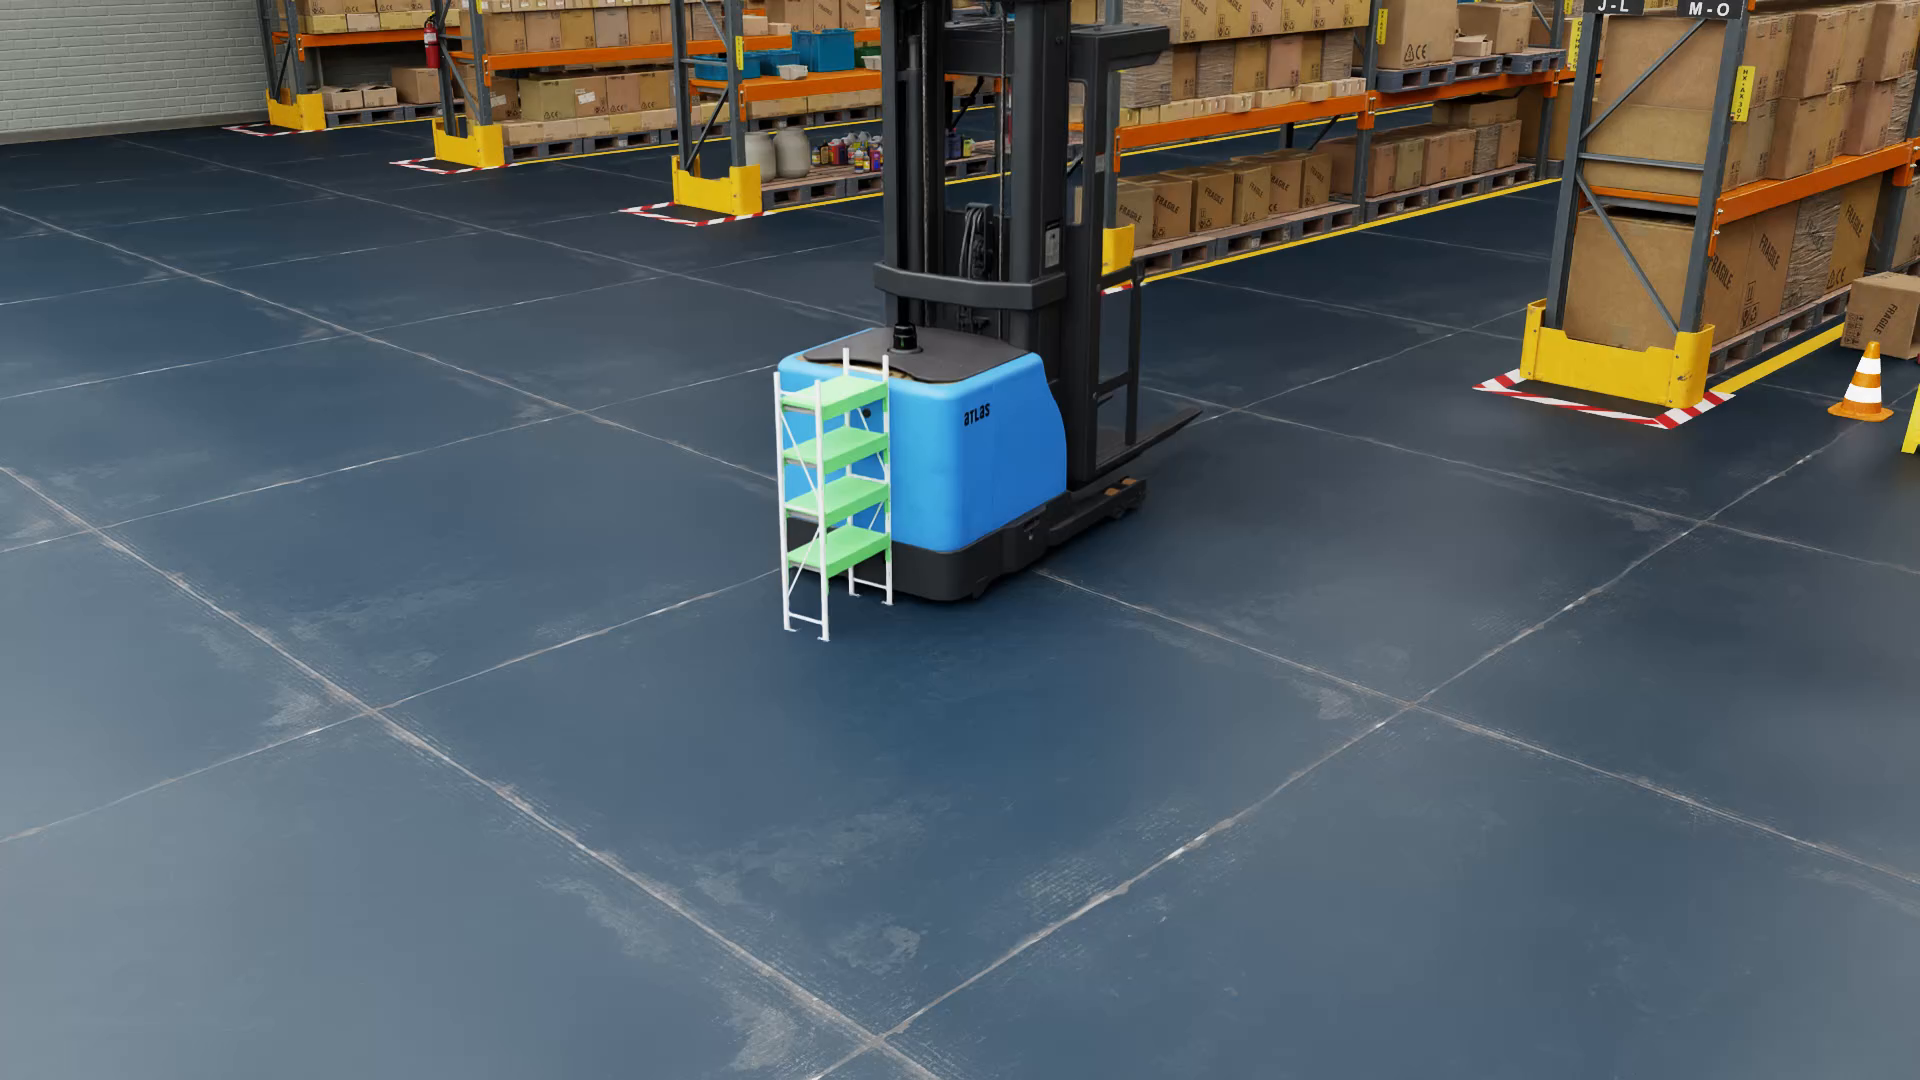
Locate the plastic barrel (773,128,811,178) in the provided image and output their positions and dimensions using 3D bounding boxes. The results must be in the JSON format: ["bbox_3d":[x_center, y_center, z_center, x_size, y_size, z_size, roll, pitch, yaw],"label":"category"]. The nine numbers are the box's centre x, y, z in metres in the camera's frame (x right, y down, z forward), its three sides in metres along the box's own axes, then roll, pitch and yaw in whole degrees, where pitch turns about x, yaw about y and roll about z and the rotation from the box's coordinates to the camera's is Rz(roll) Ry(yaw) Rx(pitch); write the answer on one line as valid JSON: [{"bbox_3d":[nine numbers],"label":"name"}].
[{"bbox_3d":[-1.871,-4.296,18.453,0.421,0.512,0.421,0,21,0],"label":"plastic barrel"}]

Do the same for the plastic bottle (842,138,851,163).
[{"bbox_3d":[-1.366,-4.554,19.424,0.152,0.276,0.135,18,28,39],"label":"plastic bottle"}]

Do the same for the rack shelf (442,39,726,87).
[{"bbox_3d":[-4.776,-6.363,21.951,1.077,0.370,4.000,19,28,41],"label":"rack shelf"}]

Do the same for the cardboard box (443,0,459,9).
[{"bbox_3d":[-7.744,-8.286,25.087,0.500,0.500,0.500,18,28,39],"label":"cardboard box"}]

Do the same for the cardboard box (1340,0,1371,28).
[{"bbox_3d":[3.597,-5.200,15.976,0.500,0.500,0.500,19,28,41],"label":"cardboard box"}]

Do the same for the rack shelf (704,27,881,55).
[{"bbox_3d":[-1.986,-7.391,24.627,1.077,0.370,4.000,19,28,41],"label":"rack shelf"}]

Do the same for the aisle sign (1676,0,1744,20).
[{"bbox_3d":[4.572,-3.557,10.025,0.394,0.787,0.004,19,28,41],"label":"aisle sign"}]

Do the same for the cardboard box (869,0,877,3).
[{"bbox_3d":[-1.757,-10.117,31.036,0.250,0.149,0.380,-19,28,-40],"label":"cardboard box"}]

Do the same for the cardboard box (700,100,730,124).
[{"bbox_3d":[-3.548,-5.952,23.126,0.500,0.250,0.500,19,28,41],"label":"cardboard box"}]

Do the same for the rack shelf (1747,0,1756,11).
[{"bbox_3d":[5.802,-4.016,11.663,1.077,0.370,4.000,19,28,41],"label":"rack shelf"}]

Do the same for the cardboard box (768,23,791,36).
[{"bbox_3d":[-2.617,-7.272,23.665,0.380,0.149,0.250,19,28,41],"label":"cardboard box"}]

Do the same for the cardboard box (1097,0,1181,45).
[{"bbox_3d":[1.502,-4.430,13.971,0.500,0.500,0.500,19,28,41],"label":"cardboard box"}]

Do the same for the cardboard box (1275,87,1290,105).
[{"bbox_3d":[2.867,-4.178,15.613,0.380,0.149,0.250,19,28,41],"label":"cardboard box"}]

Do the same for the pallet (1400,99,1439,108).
[{"bbox_3d":[7.082,-7.241,27.119,1.003,0.211,1.213,19,28,41],"label":"pallet"}]

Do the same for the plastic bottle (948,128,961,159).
[{"bbox_3d":[-0.078,-4.704,19.710,0.144,0.351,0.185,18,28,39],"label":"plastic bottle"}]

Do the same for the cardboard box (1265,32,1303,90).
[{"bbox_3d":[2.705,-4.545,15.663,0.875,0.500,0.500,19,28,41],"label":"cardboard box"}]

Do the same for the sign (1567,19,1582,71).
[{"bbox_3d":[4.028,-3.228,10.847,0.100,0.325,0.005,19,28,41],"label":"sign"}]

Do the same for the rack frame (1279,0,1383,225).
[{"bbox_3d":[3.714,-4.733,16.707,1.000,3.000,0.127,19,28,41],"label":"rack frame"}]

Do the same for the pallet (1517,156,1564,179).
[{"bbox_3d":[7.108,-4.643,20.360,1.003,0.211,1.213,19,28,41],"label":"pallet"}]

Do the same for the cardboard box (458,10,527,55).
[{"bbox_3d":[-5.837,-6.348,20.771,0.700,0.500,0.500,19,28,41],"label":"cardboard box"}]

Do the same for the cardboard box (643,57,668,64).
[{"bbox_3d":[-5.376,-8.082,28.293,0.700,0.500,0.500,19,28,40],"label":"cardboard box"}]

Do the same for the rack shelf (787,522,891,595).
[{"bbox_3d":[-0.555,0.079,7.544,0.258,0.148,0.480,13,25,31],"label":"rack shelf"}]

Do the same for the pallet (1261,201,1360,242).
[{"bbox_3d":[3.271,-3.250,16.735,1.003,0.211,1.213,19,28,41],"label":"pallet"}]

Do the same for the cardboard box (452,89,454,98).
[{"bbox_3d":[-8.063,-6.920,25.759,0.380,0.149,0.250,17,27,36],"label":"cardboard box"}]

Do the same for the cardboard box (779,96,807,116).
[{"bbox_3d":[-2.565,-6.298,24.027,0.500,0.250,0.500,-19,28,-41],"label":"cardboard box"}]

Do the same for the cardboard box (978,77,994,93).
[{"bbox_3d":[0.293,-7.461,26.677,0.500,0.500,0.500,18,27,39],"label":"cardboard box"}]

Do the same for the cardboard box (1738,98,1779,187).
[{"bbox_3d":[5.001,-2.761,11.367,0.875,0.550,0.550,19,28,41],"label":"cardboard box"}]

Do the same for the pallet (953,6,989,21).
[{"bbox_3d":[-0.168,-8.344,26.369,1.213,0.211,1.003,19,28,41],"label":"pallet"}]

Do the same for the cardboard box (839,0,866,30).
[{"bbox_3d":[-1.750,-7.853,24.684,0.500,0.500,0.500,17,27,38],"label":"cardboard box"}]

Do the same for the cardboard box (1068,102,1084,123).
[{"bbox_3d":[0.974,-3.712,14.402,0.380,0.149,0.250,19,28,41],"label":"cardboard box"}]

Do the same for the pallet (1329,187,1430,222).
[{"bbox_3d":[4.256,-3.632,17.729,1.003,0.211,1.213,19,28,41],"label":"pallet"}]

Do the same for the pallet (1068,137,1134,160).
[{"bbox_3d":[1.536,-5.197,21.803,1.003,0.211,1.213,19,28,41],"label":"pallet"}]

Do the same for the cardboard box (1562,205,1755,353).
[{"bbox_3d":[4.832,-1.832,11.537,0.875,0.875,0.875,19,28,41],"label":"cardboard box"}]

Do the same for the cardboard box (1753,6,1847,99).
[{"bbox_3d":[5.499,-3.371,11.451,0.875,0.550,0.550,19,28,41],"label":"cardboard box"}]

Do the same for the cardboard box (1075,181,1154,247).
[{"bbox_3d":[1.371,-2.890,14.812,0.500,0.500,0.500,-14,25,-32],"label":"cardboard box"}]

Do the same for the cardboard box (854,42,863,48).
[{"bbox_3d":[-2.330,-9.272,30.928,0.750,0.750,0.750,-19,28,-40],"label":"cardboard box"}]

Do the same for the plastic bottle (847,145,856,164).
[{"bbox_3d":[-1.263,-4.492,19.369,0.097,0.201,0.097,0,21,0],"label":"plastic bottle"}]

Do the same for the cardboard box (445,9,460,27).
[{"bbox_3d":[-7.740,-7.934,25.218,0.500,0.250,0.500,19,28,40],"label":"cardboard box"}]

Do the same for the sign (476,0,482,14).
[{"bbox_3d":[-5.778,-6.485,19.950,0.100,0.325,0.005,19,28,41],"label":"sign"}]

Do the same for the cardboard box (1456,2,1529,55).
[{"bbox_3d":[5.839,-5.686,18.463,0.500,0.500,0.700,-15,26,-34],"label":"cardboard box"}]

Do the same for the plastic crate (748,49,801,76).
[{"bbox_3d":[-2.033,-5.244,18.244,0.499,0.251,0.408,19,28,41],"label":"plastic crate"}]

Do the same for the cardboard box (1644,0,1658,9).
[{"bbox_3d":[8.368,-6.964,20.975,0.797,0.503,0.637,20,28,41],"label":"cardboard box"}]

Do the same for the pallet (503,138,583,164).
[{"bbox_3d":[-5.668,-5.090,21.524,1.003,0.211,1.213,19,28,41],"label":"pallet"}]

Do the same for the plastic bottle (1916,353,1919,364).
[{"bbox_3d":[6.961,-1.275,11.806,0.283,0.061,0.133,9,23,23],"label":"plastic bottle"}]

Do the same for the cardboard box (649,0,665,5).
[{"bbox_3d":[-4.128,-7.178,22.025,0.380,0.149,0.250,19,28,40],"label":"cardboard box"}]

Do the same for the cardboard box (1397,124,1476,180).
[{"bbox_3d":[5.283,-4.329,18.527,0.500,0.500,0.700,-17,27,-38],"label":"cardboard box"}]

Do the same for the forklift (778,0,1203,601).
[{"bbox_3d":[0.356,-1.562,8.554,1.130,2.935,3.031,13,25,31],"label":"forklift"}]

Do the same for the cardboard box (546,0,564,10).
[{"bbox_3d":[-5.209,-6.778,20.984,0.380,0.149,0.250,19,28,40],"label":"cardboard box"}]

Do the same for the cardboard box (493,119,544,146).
[{"bbox_3d":[-5.638,-5.180,21.117,0.500,0.250,0.500,19,28,41],"label":"cardboard box"}]

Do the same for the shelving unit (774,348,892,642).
[{"bbox_3d":[-0.555,-0.205,7.435,0.258,1.200,0.503,13,25,31],"label":"shelving unit"}]

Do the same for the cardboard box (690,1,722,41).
[{"bbox_3d":[-3.686,-7.144,22.841,0.700,0.500,0.500,18,28,39],"label":"cardboard box"}]

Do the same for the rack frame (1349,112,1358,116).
[{"bbox_3d":[5.746,-8.029,25.282,1.000,3.000,0.127,19,28,41],"label":"rack frame"}]

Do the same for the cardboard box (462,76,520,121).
[{"bbox_3d":[-6.011,-5.660,21.321,0.500,0.500,0.500,19,28,41],"label":"cardboard box"}]

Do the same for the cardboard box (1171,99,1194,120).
[{"bbox_3d":[1.826,-3.790,14.605,0.380,0.149,0.250,19,28,41],"label":"cardboard box"}]
